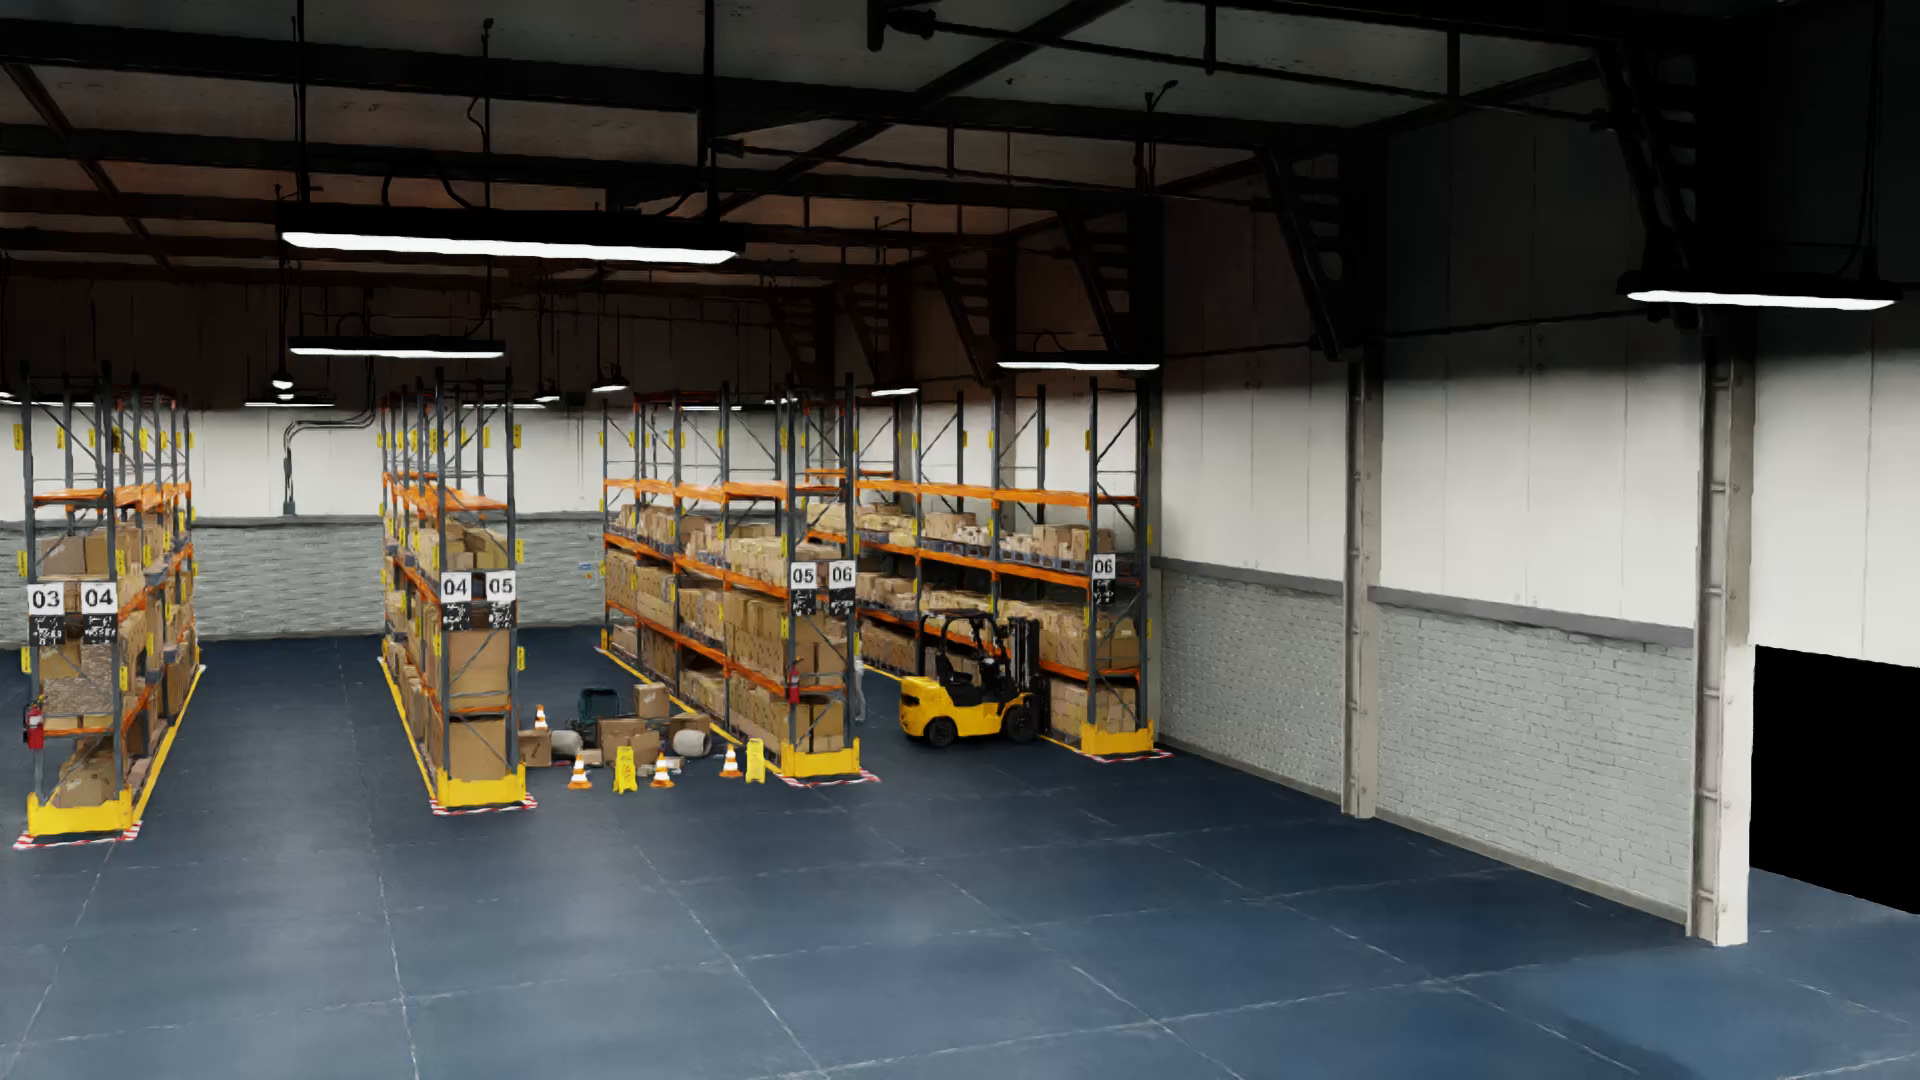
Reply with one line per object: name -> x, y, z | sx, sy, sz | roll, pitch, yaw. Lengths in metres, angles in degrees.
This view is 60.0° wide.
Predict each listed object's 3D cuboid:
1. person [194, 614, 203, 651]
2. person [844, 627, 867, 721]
person -> -18.223, 1.790, 38.941 | 0.682, 1.718, 0.811 | -3, 5, -40
person -> -1.910, 2.368, 29.695 | 0.544, 1.667, 0.572 | 1, 3, 10
